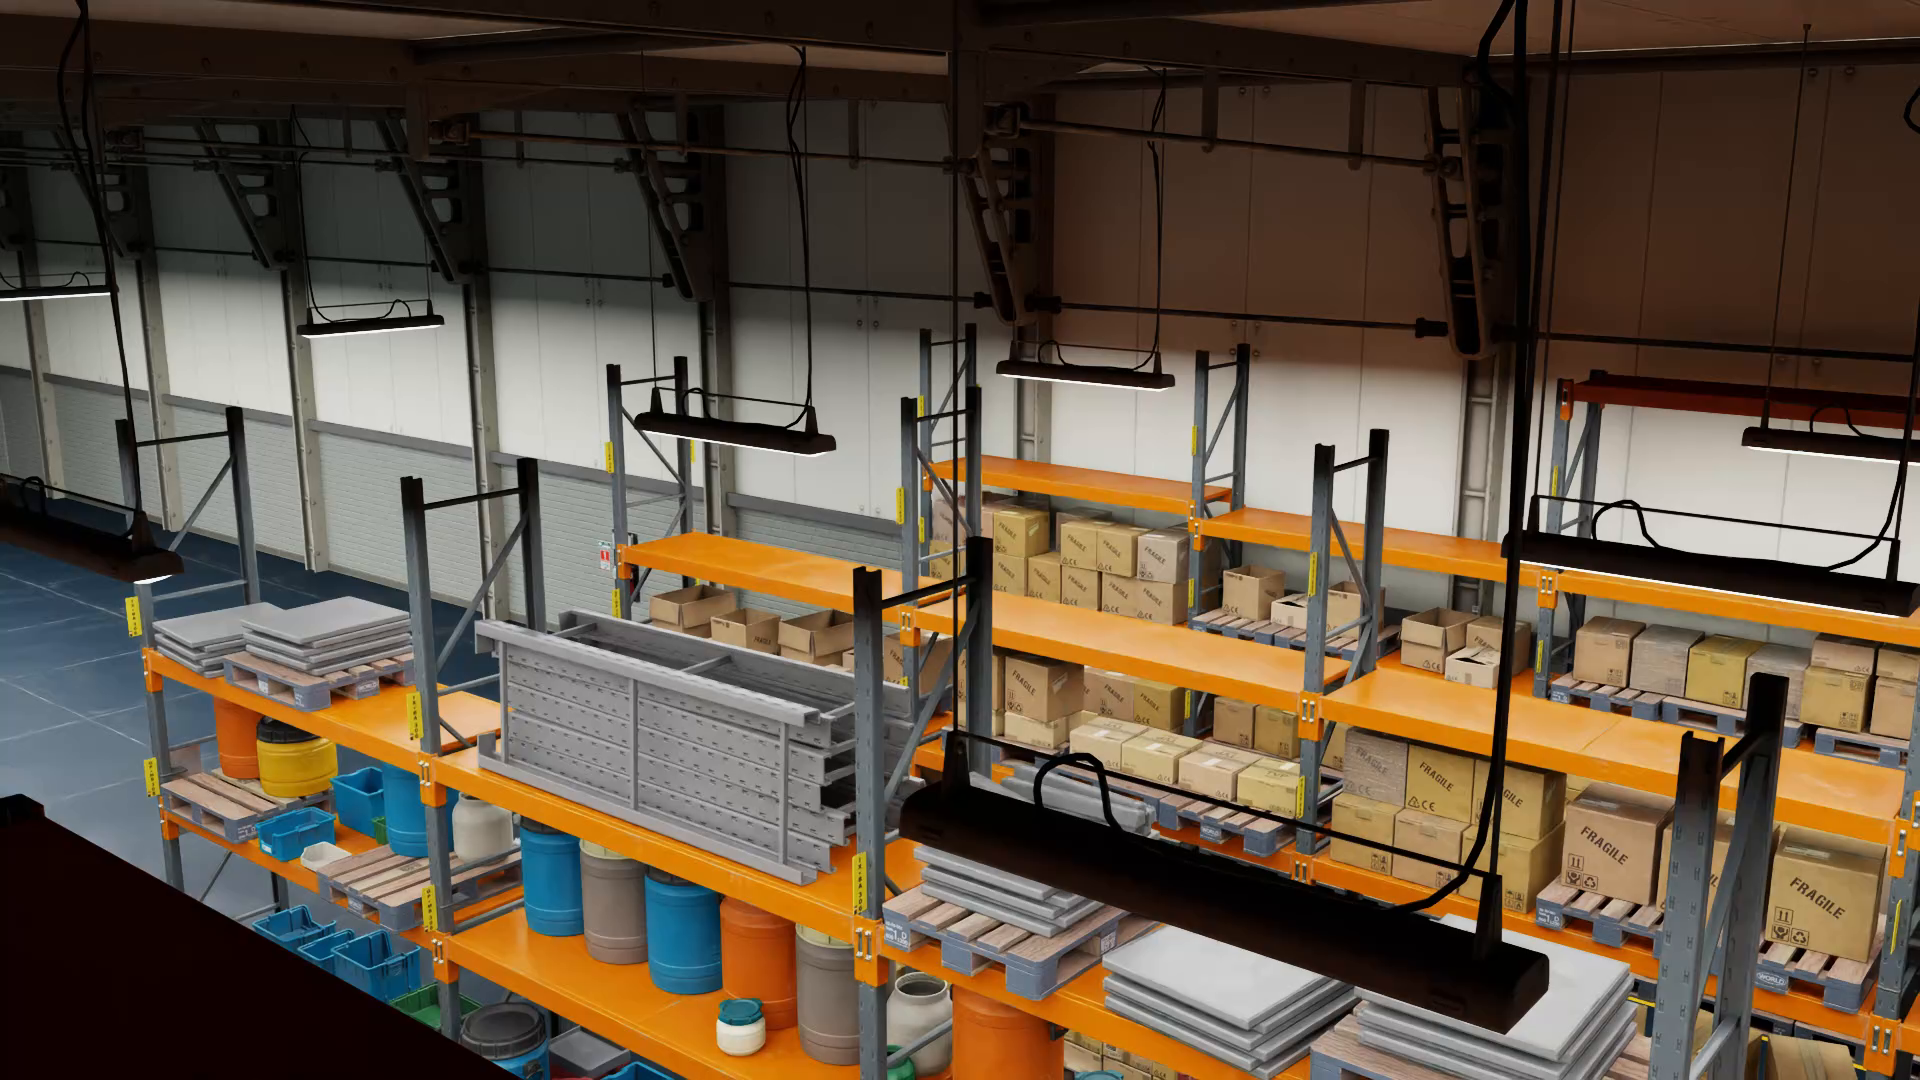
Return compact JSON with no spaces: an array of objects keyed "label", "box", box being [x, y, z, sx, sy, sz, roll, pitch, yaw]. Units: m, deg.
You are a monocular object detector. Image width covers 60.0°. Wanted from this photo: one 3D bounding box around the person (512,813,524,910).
[{"label":"person","box":[-4.350,3.515,16.901,0.539,1.625,1.062,-4,13,-19]}]
